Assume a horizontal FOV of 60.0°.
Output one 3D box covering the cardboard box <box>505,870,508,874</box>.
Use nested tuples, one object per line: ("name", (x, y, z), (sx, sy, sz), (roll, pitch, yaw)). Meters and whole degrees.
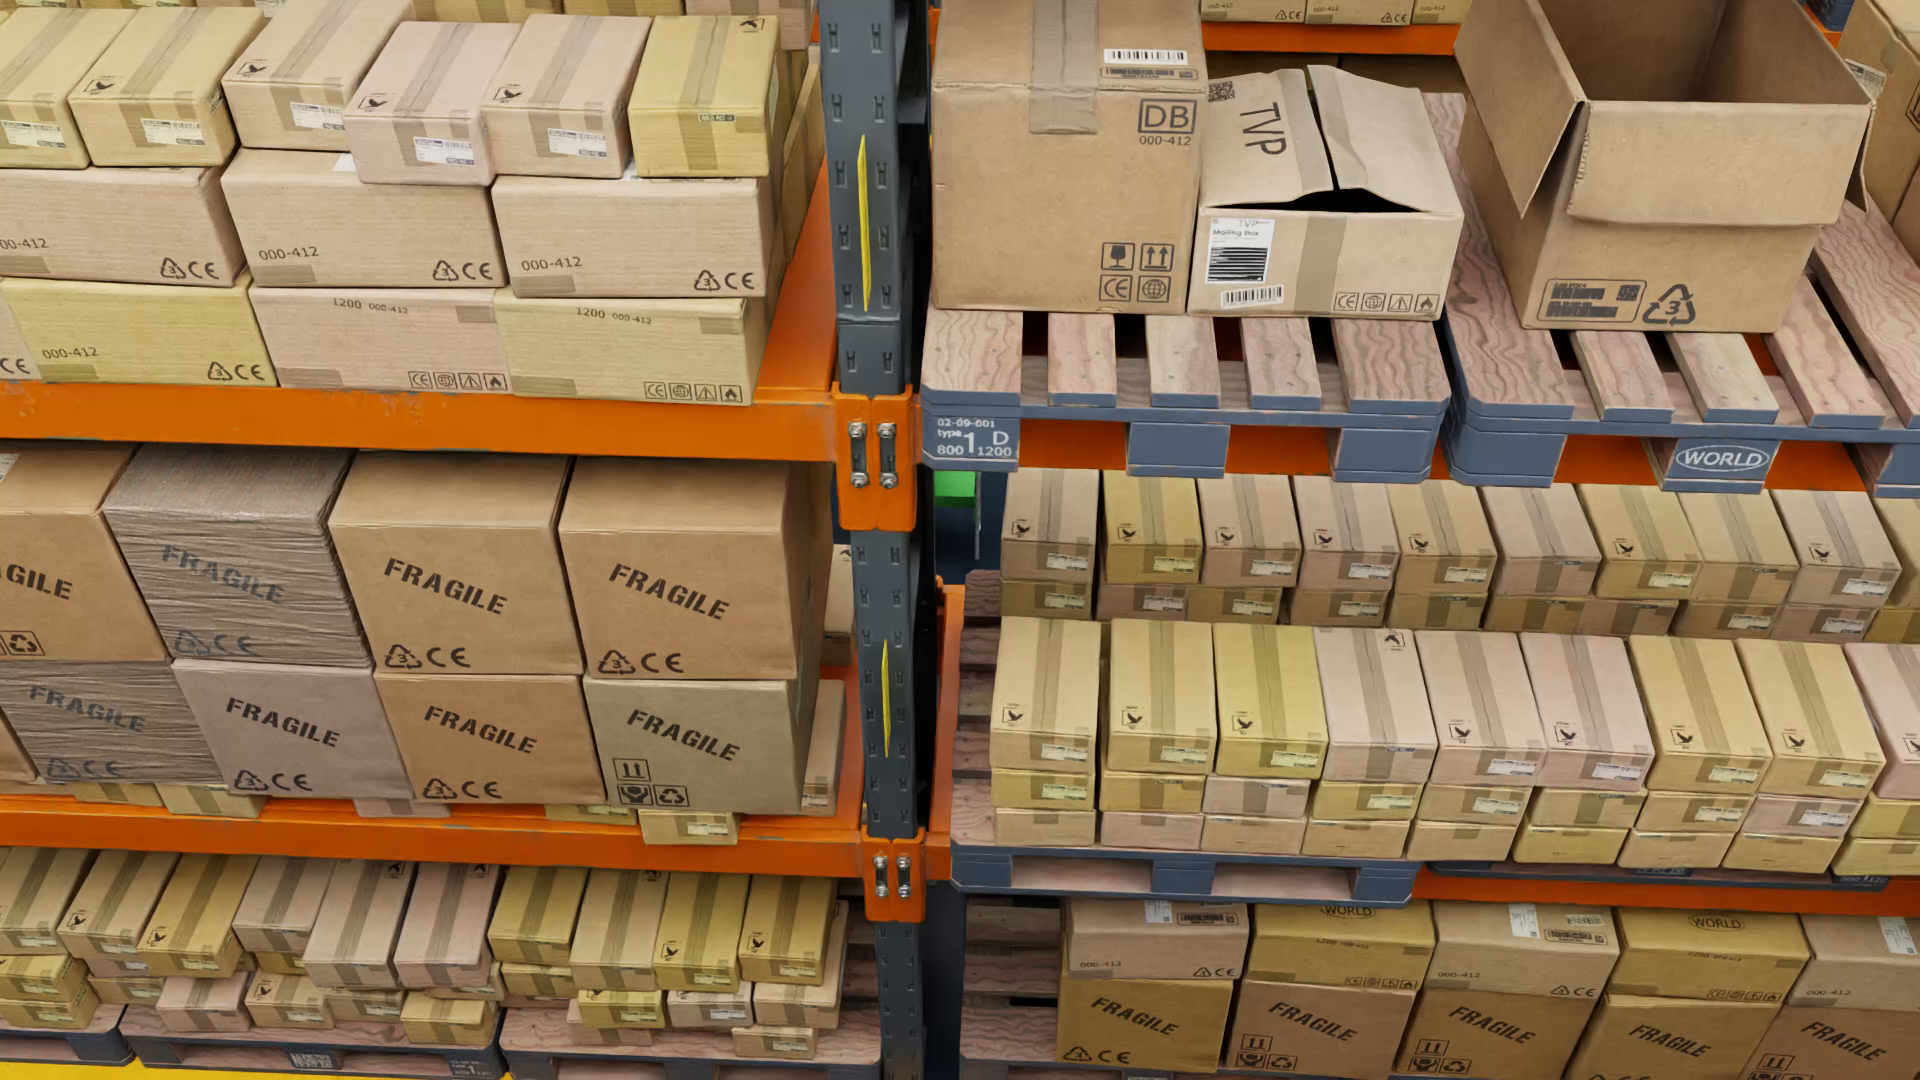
("cardboard box", (-1.552, 1.050, 5.705), (0.250, 0.149, 0.380), (0, 43, 0))

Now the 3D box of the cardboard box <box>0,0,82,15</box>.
("cardboard box", (-2.013, -1.288, 3.682), (0.250, 0.149, 0.380), (1, 43, 1))

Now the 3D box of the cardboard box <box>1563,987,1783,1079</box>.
("cardboard box", (2.119, 1.347, 5.129), (0.500, 0.500, 0.500), (0, 43, 0))

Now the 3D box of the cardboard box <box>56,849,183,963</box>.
("cardboard box", (-2.593, 1.114, 5.201), (0.250, 0.149, 0.380), (3, 43, 4))

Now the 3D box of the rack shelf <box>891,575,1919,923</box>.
("rack shelf", (1.837, 0.654, 4.875), (4.000, 0.370, 1.077), (2, 43, 2))

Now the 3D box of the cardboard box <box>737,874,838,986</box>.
("cardboard box", (-0.528, 1.168, 5.143), (0.250, 0.149, 0.380), (3, 43, 3))

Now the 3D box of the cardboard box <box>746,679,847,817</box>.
("cardboard box", (-0.456, 0.572, 4.620), (0.250, 0.149, 0.380), (1, 43, 1))

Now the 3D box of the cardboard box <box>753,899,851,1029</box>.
("cardboard box", (-0.490, 1.317, 5.201), (0.250, 0.149, 0.380), (3, 43, 3))

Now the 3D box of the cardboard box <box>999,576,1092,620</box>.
("cardboard box", (0.246, 0.037, 4.668), (0.250, 0.149, 0.380), (3, 43, 3))

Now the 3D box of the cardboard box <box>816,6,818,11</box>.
("cardboard box", (-0.513, -2.921, 8.112), (0.500, 0.500, 0.500), (2, 43, 2))

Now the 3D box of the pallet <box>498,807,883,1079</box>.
("pallet", (-0.833, 1.353, 5.642), (1.213, 0.211, 1.003), (2, 43, 2))

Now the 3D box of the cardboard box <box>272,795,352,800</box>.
("cardboard box", (-1.764, 0.533, 4.662), (0.250, 0.149, 0.380), (1, 43, 1))

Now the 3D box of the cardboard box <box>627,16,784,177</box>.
("cardboard box", (-0.485, -0.865, 3.228), (0.250, 0.149, 0.380), (0, 43, 0))

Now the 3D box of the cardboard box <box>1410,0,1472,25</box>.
("cardboard box", (2.427, -2.737, 8.097), (0.500, 0.250, 0.500), (1, 43, 1))

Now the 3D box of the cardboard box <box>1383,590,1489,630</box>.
("cardboard box", (1.290, 0.068, 4.635), (0.250, 0.149, 0.380), (0, 43, 0))

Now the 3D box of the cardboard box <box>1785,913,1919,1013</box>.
("cardboard box", (2.635, 1.088, 4.857), (0.500, 0.250, 0.500), (2, 43, 3))

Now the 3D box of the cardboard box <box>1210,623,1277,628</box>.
("cardboard box", (0.754, 0.162, 4.752), (0.250, 0.149, 0.380), (2, 43, 2))

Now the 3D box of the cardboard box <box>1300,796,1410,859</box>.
("cardboard box", (0.990, 0.616, 4.264), (0.250, 0.149, 0.380), (2, 43, 2))

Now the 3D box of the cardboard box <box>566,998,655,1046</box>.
("cardboard box", (-1.090, 1.410, 5.319), (0.250, 0.149, 0.380), (0, 43, 0))

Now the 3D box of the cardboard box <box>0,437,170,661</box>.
("cardboard box", (-2.188, -0.054, 4.083), (0.500, 0.500, 0.500), (1, 43, 1))

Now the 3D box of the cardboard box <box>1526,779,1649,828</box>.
("cardboard box", (1.523, 0.521, 4.148), (0.250, 0.149, 0.380), (1, 43, 1))

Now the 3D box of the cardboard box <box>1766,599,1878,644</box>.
("cardboard box", (2.323, 0.102, 4.598), (0.250, 0.149, 0.380), (2, 43, 2))

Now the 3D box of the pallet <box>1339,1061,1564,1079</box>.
("pallet", (1.839, 1.408, 5.583), (1.213, 0.211, 1.003), (2, 43, 2))

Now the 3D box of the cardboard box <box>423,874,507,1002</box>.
("cardboard box", (-1.530, 1.252, 5.271), (0.250, 0.149, 0.380), (3, 43, 3))

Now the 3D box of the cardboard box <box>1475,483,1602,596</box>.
("cardboard box", (1.551, -0.030, 4.521), (0.250, 0.149, 0.380), (0, 43, 0))

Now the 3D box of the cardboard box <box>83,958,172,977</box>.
("cardboard box", (-2.604, 1.198, 5.329), (0.250, 0.149, 0.380), (0, 43, 0))

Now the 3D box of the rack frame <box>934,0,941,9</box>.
("rack frame", (-0.039, -3.044, 8.317), (0.127, 3.000, 1.000), (2, 43, 2))

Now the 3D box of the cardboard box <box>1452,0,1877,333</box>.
("cardboard box", (1.377, -0.823, 3.348), (0.637, 0.503, 0.797), (1, 43, 1))

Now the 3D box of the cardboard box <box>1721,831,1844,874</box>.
("cardboard box", (2.041, 0.646, 4.233), (0.250, 0.149, 0.380), (3, 43, 3))

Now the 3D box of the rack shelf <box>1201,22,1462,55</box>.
("rack shelf", (1.959, -2.720, 8.497), (4.000, 0.370, 1.077), (2, 43, 2))

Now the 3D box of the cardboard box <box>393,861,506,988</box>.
("cardboard box", (-1.564, 1.178, 5.132), (0.250, 0.149, 0.380), (0, 43, 0))

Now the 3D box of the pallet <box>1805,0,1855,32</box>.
("pallet", (4.674, -2.902, 8.305), (1.003, 0.211, 1.213), (2, 43, 2))

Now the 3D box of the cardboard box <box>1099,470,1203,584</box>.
("cardboard box", (0.518, -0.063, 4.557), (0.250, 0.149, 0.380), (1, 43, 1))

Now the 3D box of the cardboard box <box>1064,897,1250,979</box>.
("cardboard box", (0.566, 1.019, 4.931), (0.500, 0.250, 0.500), (0, 43, 0))

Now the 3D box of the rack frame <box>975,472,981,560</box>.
("rack frame", (0.078, -0.437, 6.838), (0.015, 1.200, 0.240), (2, 43, 2))

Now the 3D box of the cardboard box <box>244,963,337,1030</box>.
("cardboard box", (-2.102, 1.369, 5.364), (0.250, 0.149, 0.380), (2, 43, 2))

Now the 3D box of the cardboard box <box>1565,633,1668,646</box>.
("cardboard box", (1.813, 0.191, 4.720), (0.250, 0.149, 0.380), (0, 43, 1))

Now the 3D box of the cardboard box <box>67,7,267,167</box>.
("cardboard box", (-1.527, -0.892, 3.257), (0.250, 0.149, 0.380), (0, 43, 0))

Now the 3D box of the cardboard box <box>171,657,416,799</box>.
("cardboard box", (-1.672, 0.329, 4.405), (0.500, 0.500, 0.500), (2, 43, 2))

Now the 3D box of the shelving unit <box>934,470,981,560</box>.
("shelving unit", (-0.165, -0.444, 6.846), (0.503, 1.200, 0.258), (2, 43, 2))

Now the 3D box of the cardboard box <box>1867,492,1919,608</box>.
("cardboard box", (2.604, 0.001, 4.488), (0.250, 0.149, 0.380), (0, 43, 0))

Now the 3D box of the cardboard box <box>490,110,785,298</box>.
("cardboard box", (-0.633, -0.737, 3.383), (0.500, 0.250, 0.500), (0, 43, 0))

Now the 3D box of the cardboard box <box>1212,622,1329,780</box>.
("cardboard box", (0.747, 0.389, 4.071), (0.250, 0.149, 0.380), (2, 43, 2))

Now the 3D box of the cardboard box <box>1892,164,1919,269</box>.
("cardboard box", (2.254, -0.551, 3.367), (0.500, 0.500, 0.500), (2, 43, 2))

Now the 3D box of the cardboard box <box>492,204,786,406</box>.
("cardboard box", (-0.663, -0.544, 3.543), (0.500, 0.250, 0.500), (3, 43, 3))

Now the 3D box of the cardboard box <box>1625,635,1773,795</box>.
("cardboard box", (1.774, 0.420, 4.038), (0.250, 0.149, 0.380), (3, 43, 3))

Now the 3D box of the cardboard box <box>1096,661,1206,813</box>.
("cardboard box", (0.471, 0.491, 4.180), (0.250, 0.149, 0.380), (1, 43, 1))

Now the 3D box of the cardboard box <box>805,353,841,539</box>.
("cardboard box", (-0.600, -0.362, 4.412), (0.500, 0.500, 0.500), (3, 43, 3))
